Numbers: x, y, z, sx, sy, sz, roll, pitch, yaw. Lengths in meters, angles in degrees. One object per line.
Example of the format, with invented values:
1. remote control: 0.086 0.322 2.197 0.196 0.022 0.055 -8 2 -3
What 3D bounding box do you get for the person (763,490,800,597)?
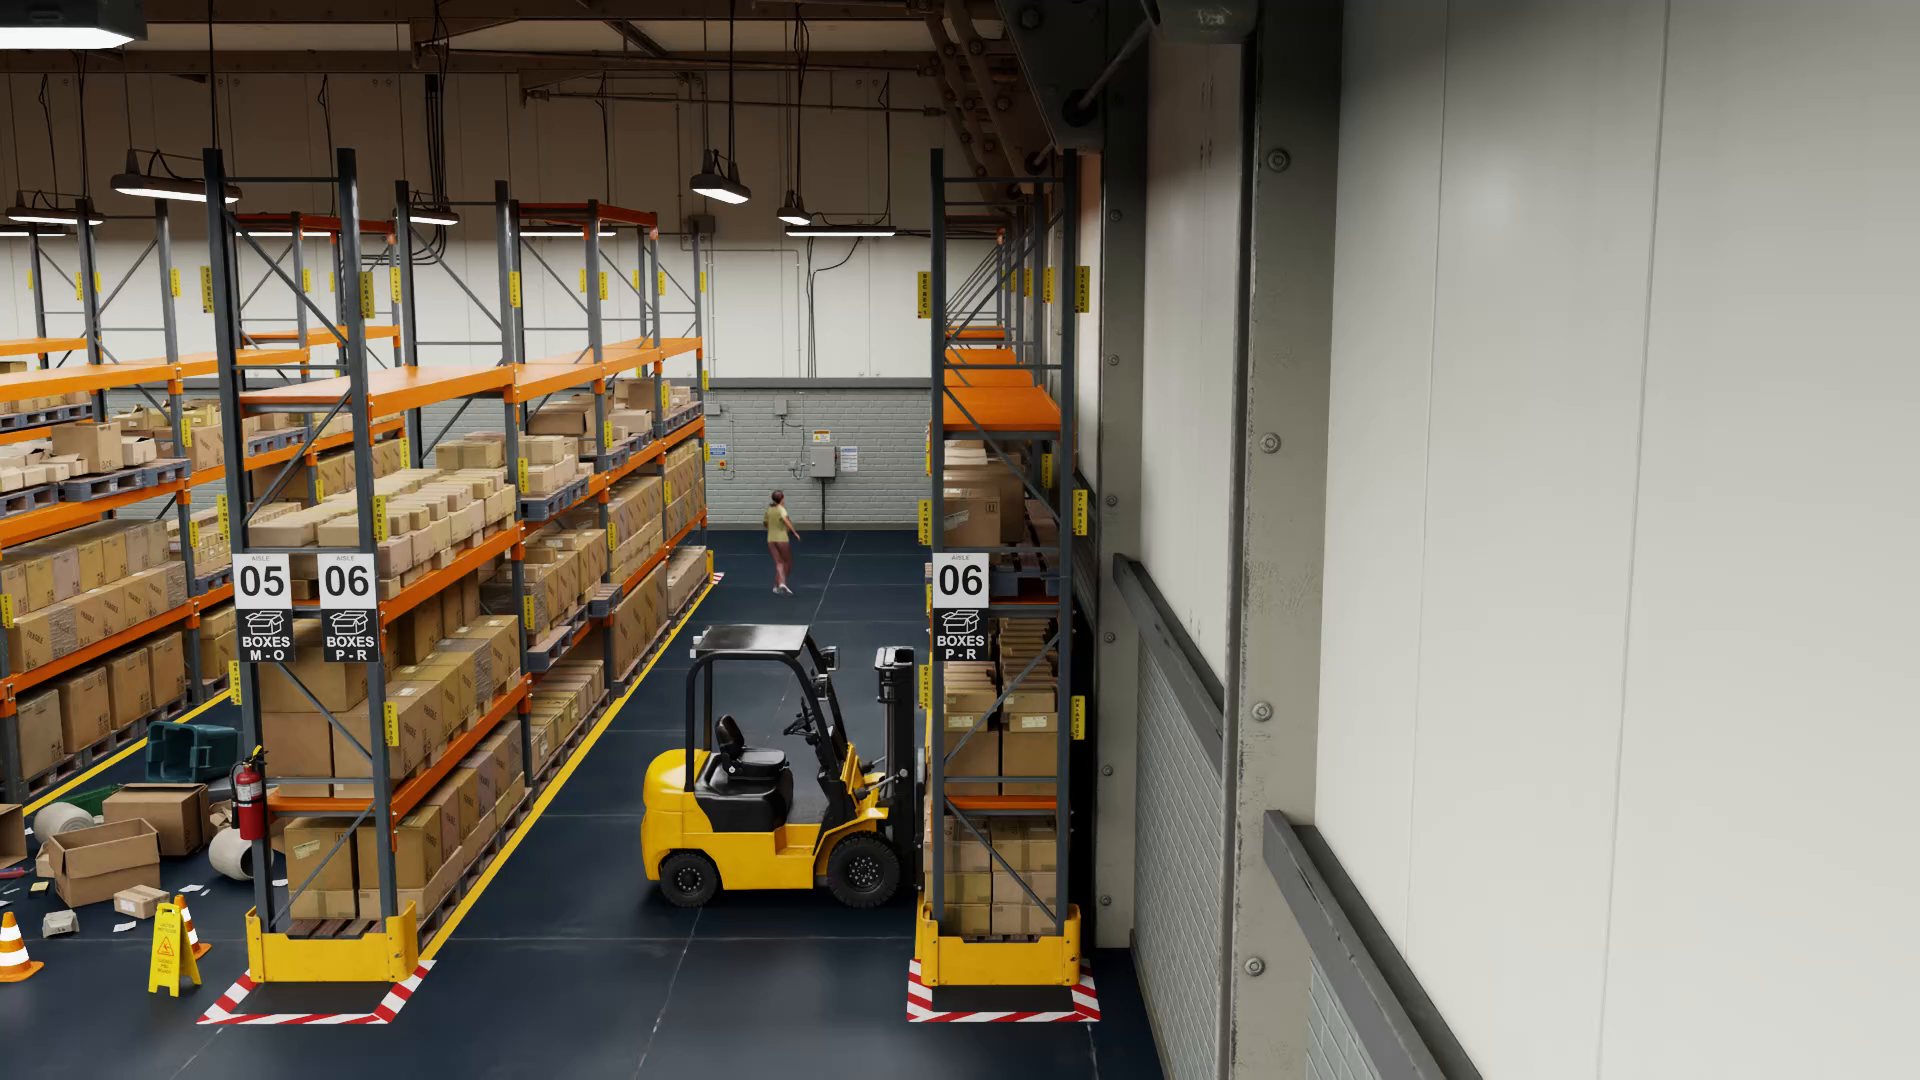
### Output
1. person: -2.765 0.063 25.398 0.689 1.628 0.584 4 10 22
